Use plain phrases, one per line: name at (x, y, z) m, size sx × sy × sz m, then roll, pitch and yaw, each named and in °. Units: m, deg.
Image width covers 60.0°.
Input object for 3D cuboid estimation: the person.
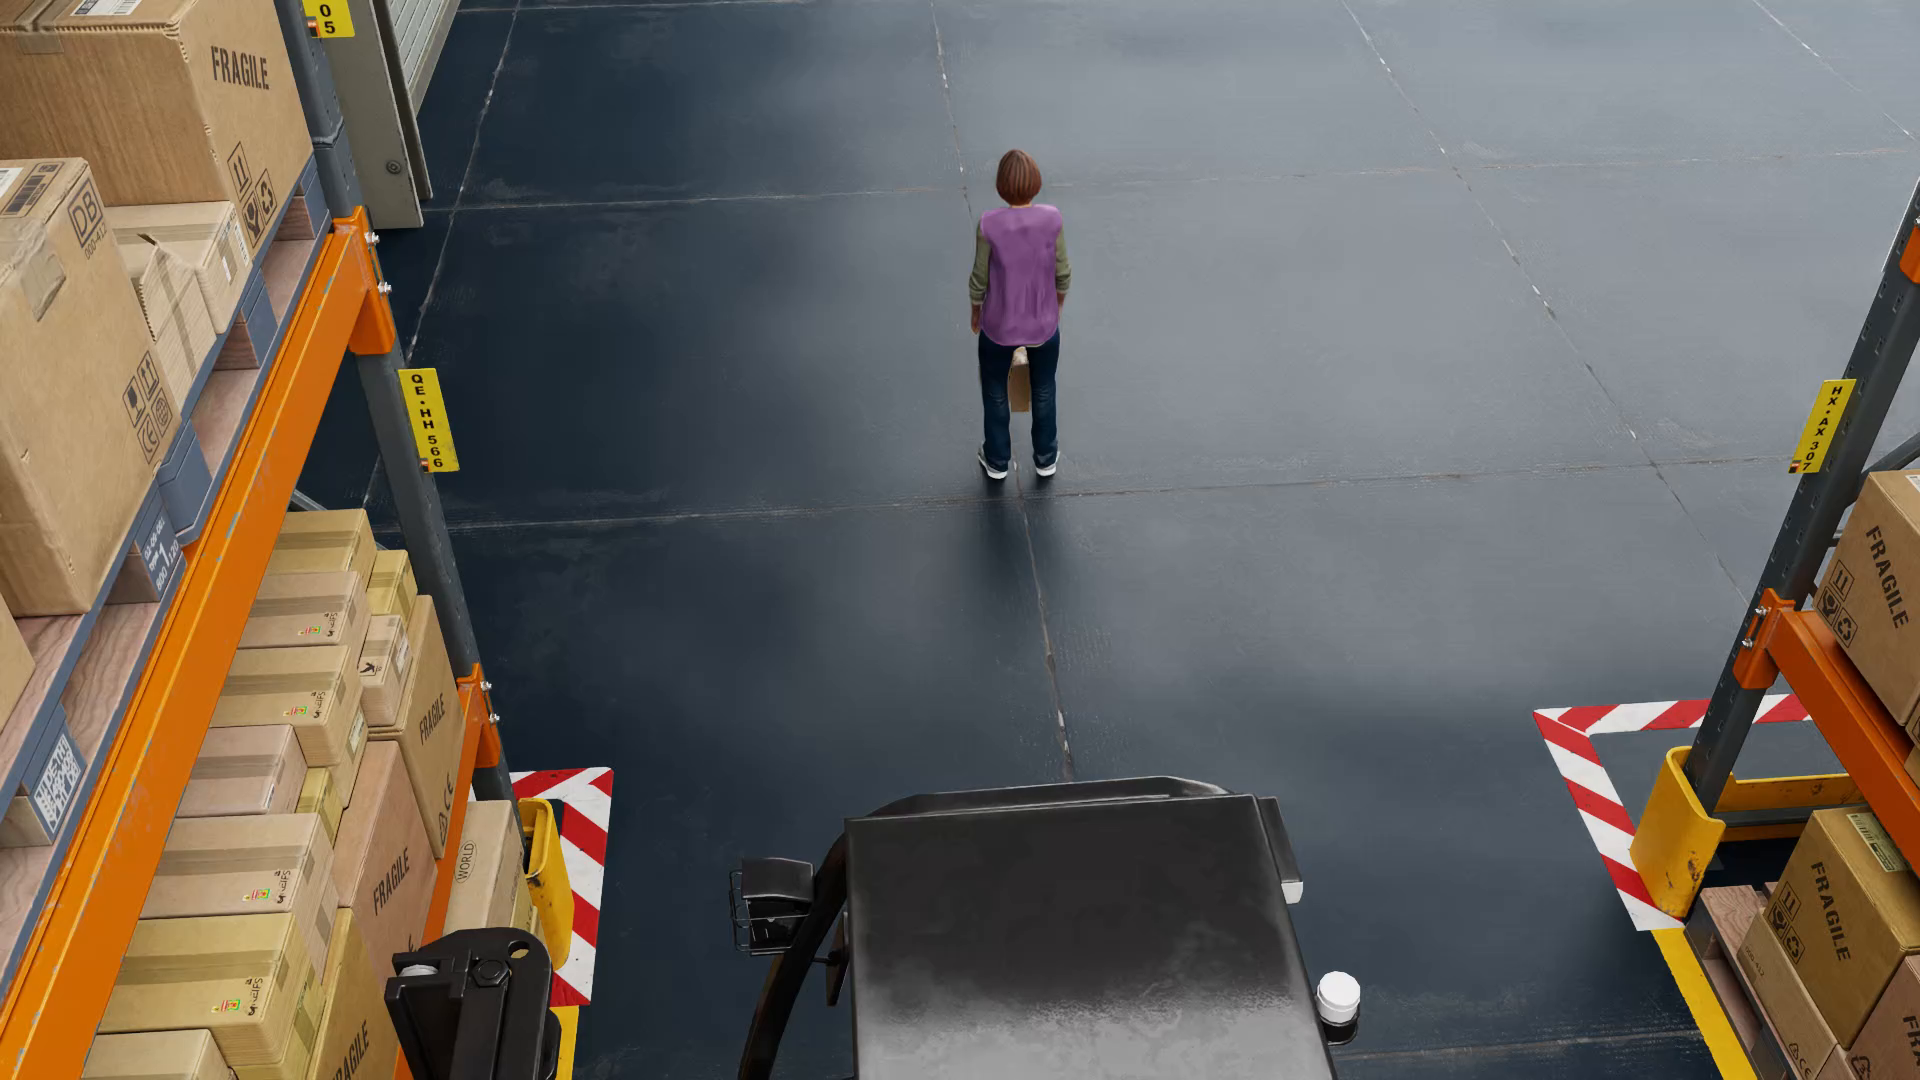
person at (0.263, -0.938, 7.324) m, size 0.444 × 1.557 × 0.345 m, roll -4°, pitch 40°, yaw -5°
